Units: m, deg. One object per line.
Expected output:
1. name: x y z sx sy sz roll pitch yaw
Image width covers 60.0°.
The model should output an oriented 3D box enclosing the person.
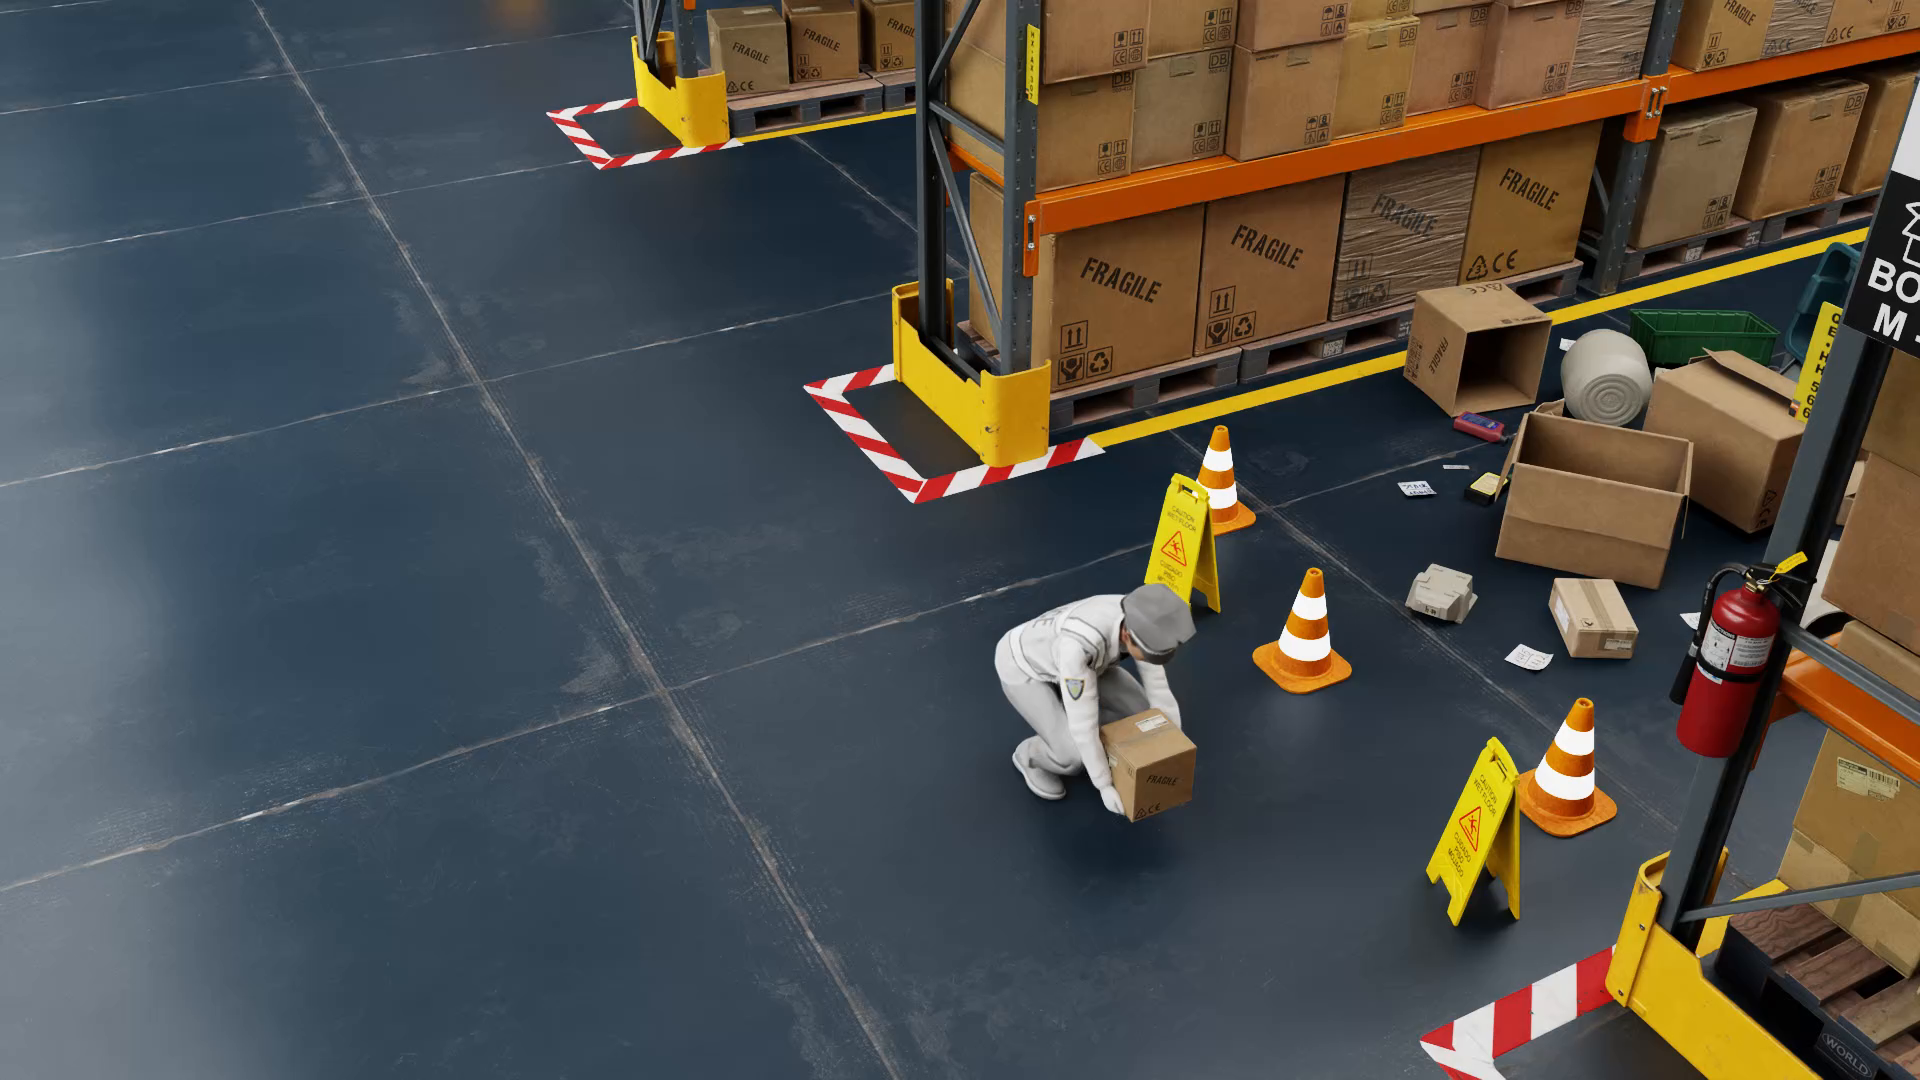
1. person: 0.484 0.515 5.984 0.471 0.989 0.822 -21 39 -29
